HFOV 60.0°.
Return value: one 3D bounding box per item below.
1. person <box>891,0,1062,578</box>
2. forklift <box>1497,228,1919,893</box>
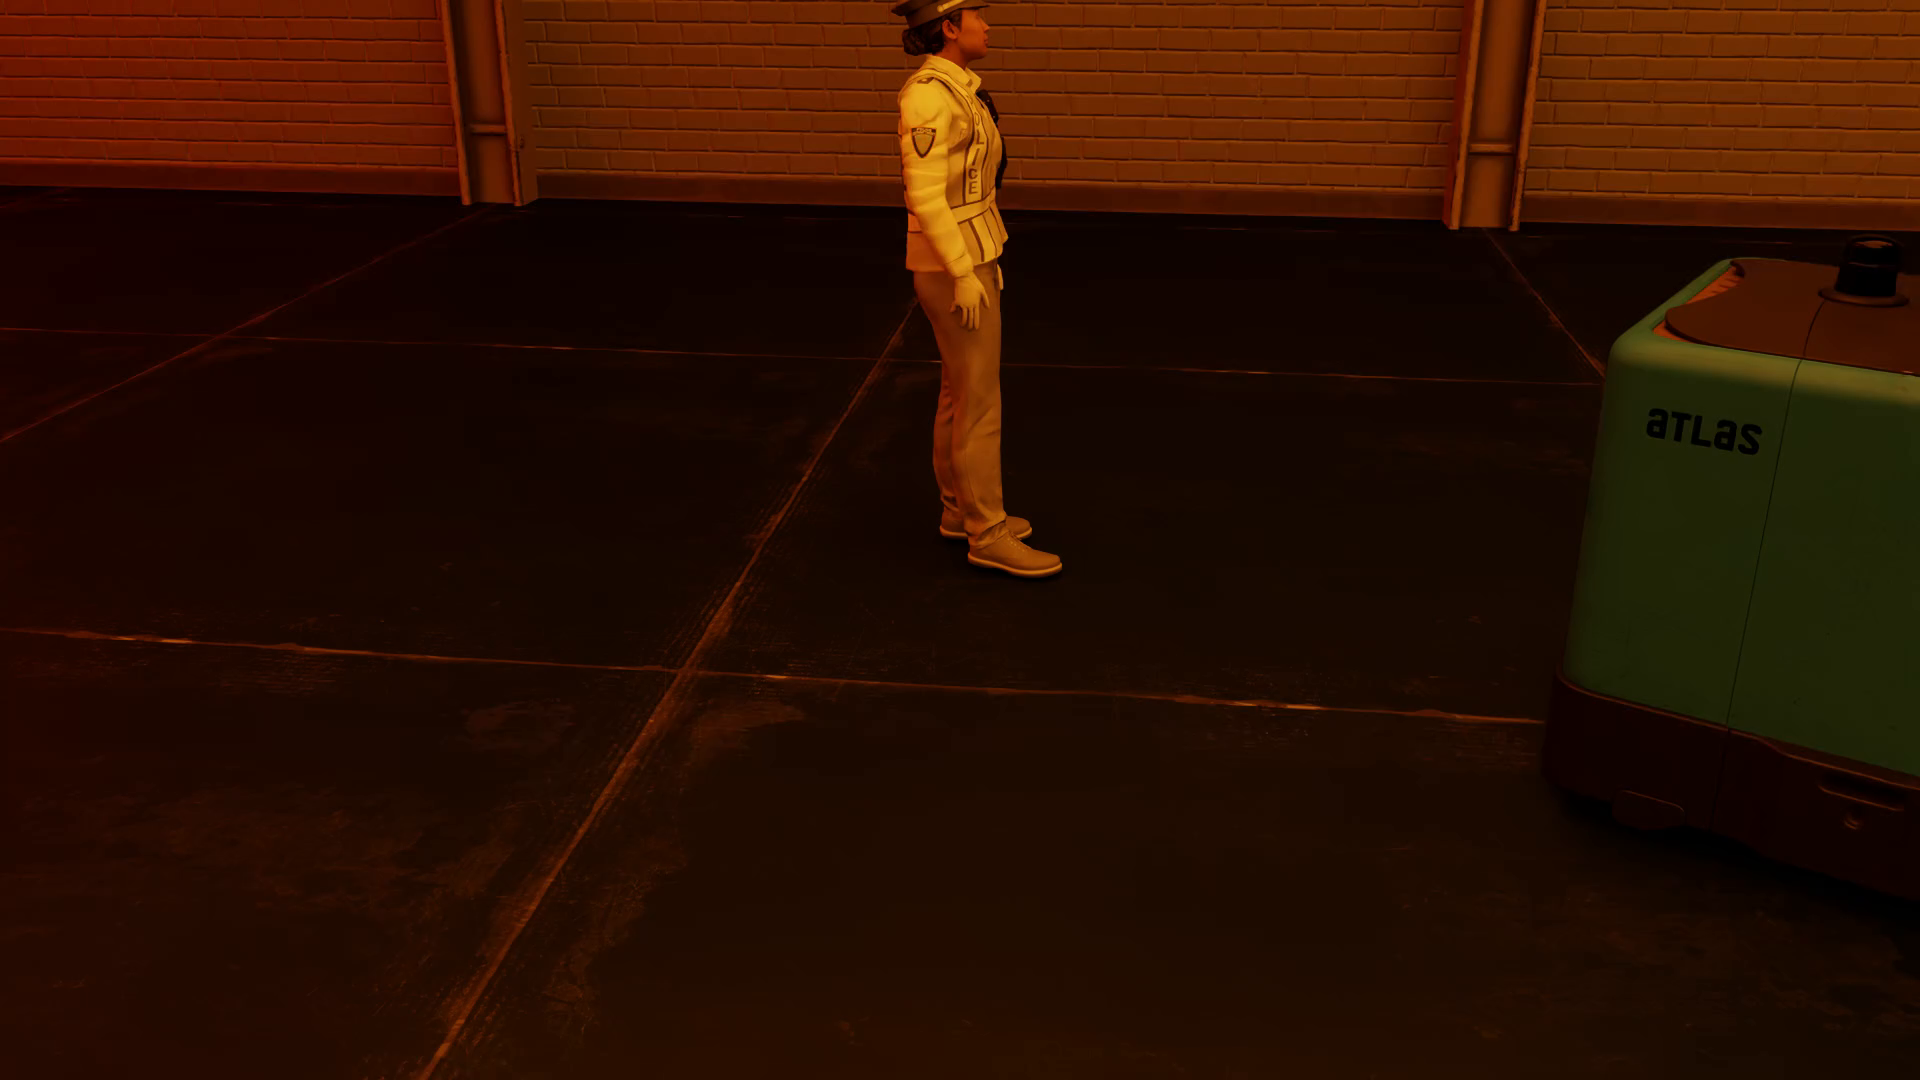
[{"bbox_3d":[0.068,-0.787,4.843,0.530,1.694,0.586,3,22,7],"label":"person"},{"bbox_3d":[2.711,-0.618,2.789,3.031,2.935,1.130,15,26,33],"label":"forklift"}]
